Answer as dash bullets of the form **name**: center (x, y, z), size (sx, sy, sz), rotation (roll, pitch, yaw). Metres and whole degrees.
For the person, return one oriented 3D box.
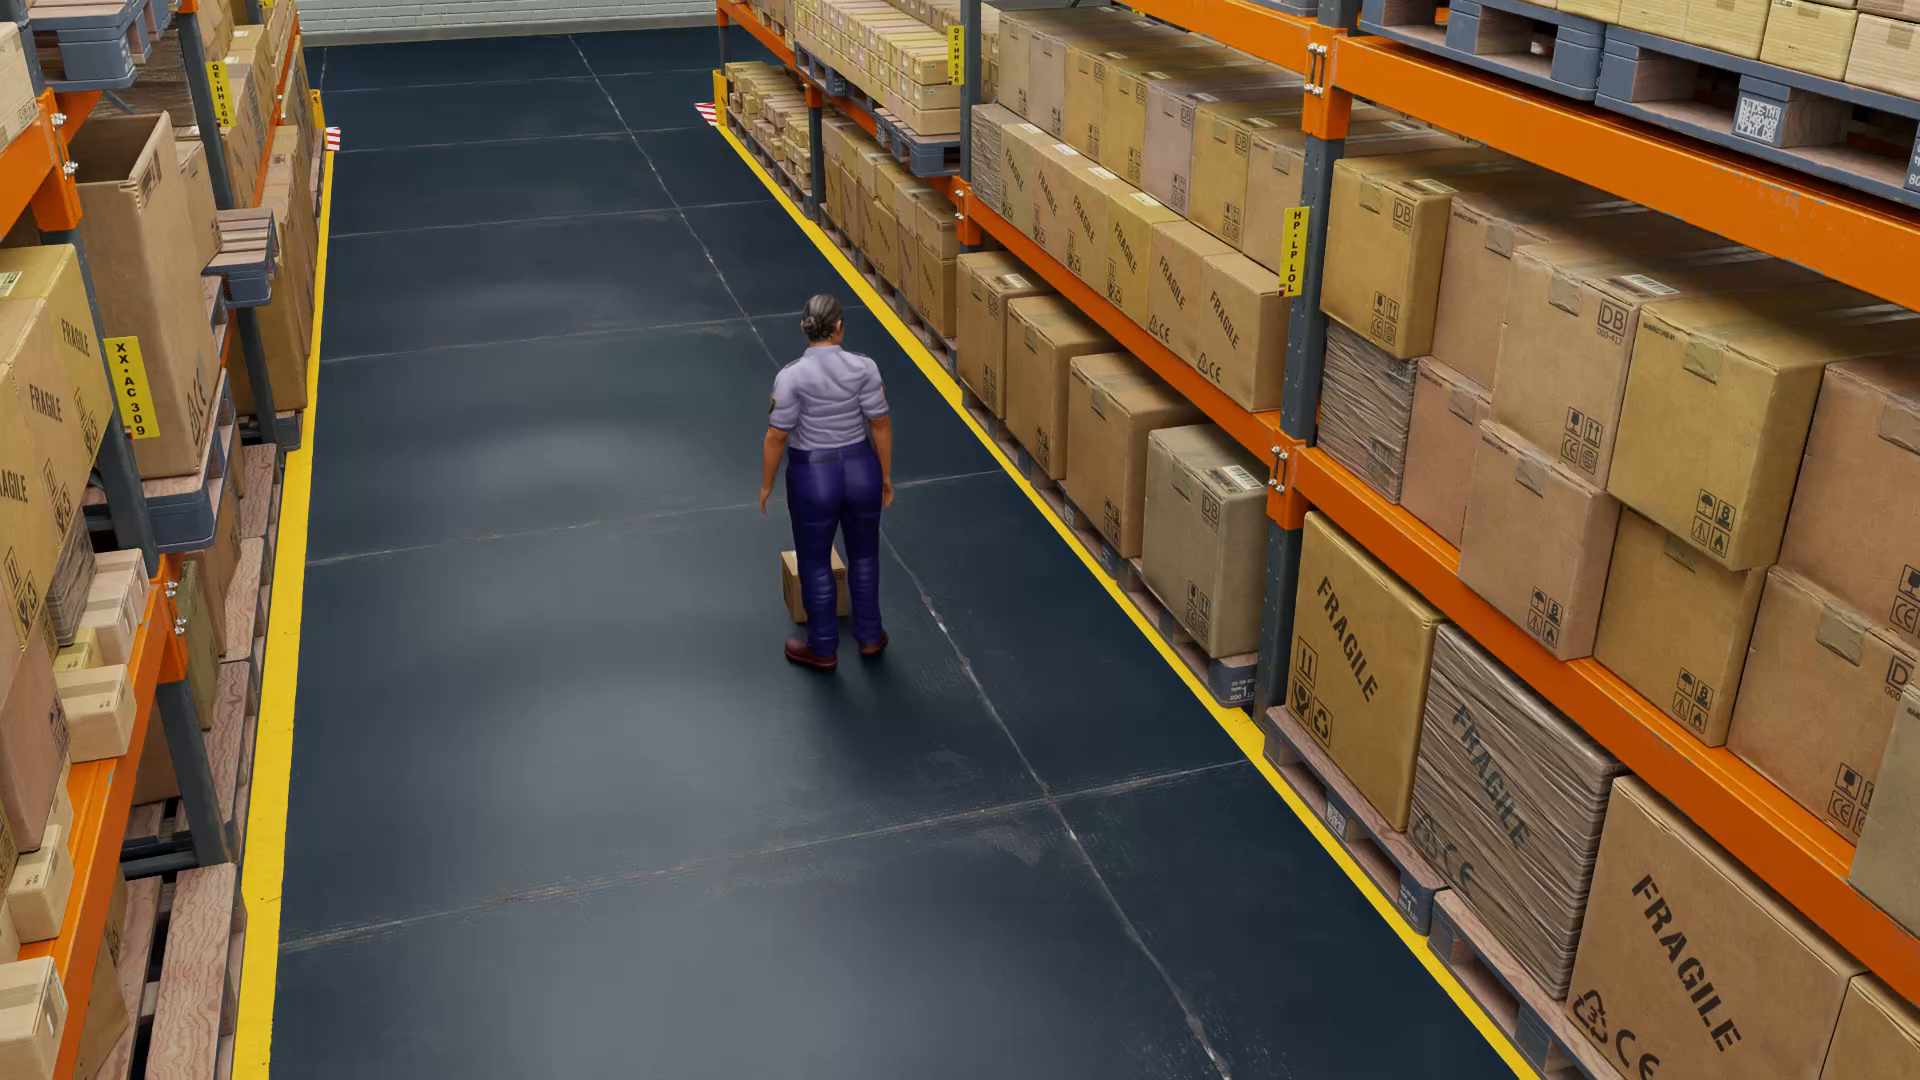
- **person**: center (-0.558, -0.213, 7.061), size (0.568, 1.666, 0.360), rotation (-11, 29, -21)
